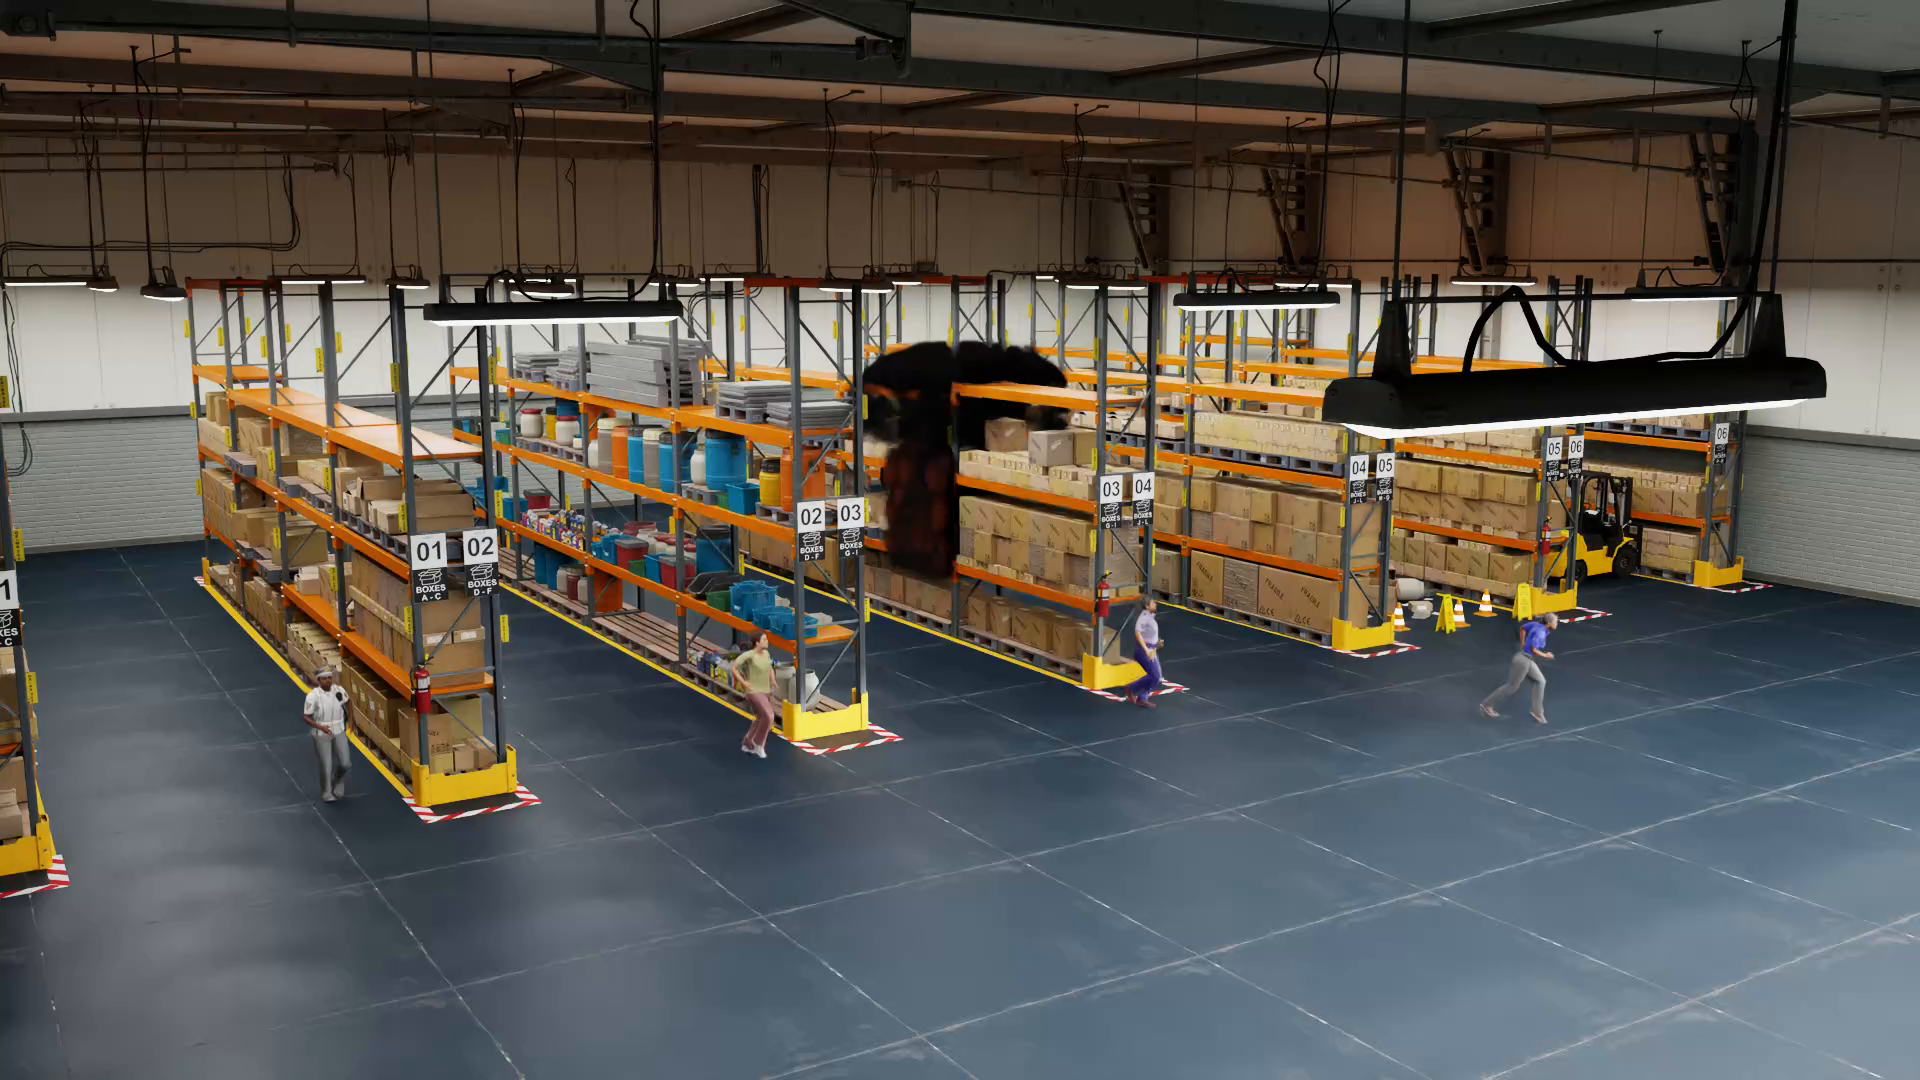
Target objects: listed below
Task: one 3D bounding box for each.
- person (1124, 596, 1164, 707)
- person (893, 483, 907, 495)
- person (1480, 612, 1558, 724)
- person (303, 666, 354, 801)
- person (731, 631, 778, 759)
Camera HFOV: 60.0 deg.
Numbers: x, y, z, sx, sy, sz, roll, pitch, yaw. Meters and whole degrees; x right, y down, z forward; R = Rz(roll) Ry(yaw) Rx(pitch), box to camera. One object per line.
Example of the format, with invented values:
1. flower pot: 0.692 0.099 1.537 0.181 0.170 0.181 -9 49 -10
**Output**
1. person: 2.634 1.593 23.757 0.549 1.619 0.621 1 10 8
2. person: -1.399 -1.463 41.962 0.798 1.649 0.608 1 10 4
3. person: 7.724 1.760 23.012 0.962 1.615 0.618 2 10 14
4. person: -7.349 2.271 19.477 0.612 1.647 0.584 -8 12 -38
5. person: -2.569 1.970 21.322 0.626 1.645 0.595 6 11 33
